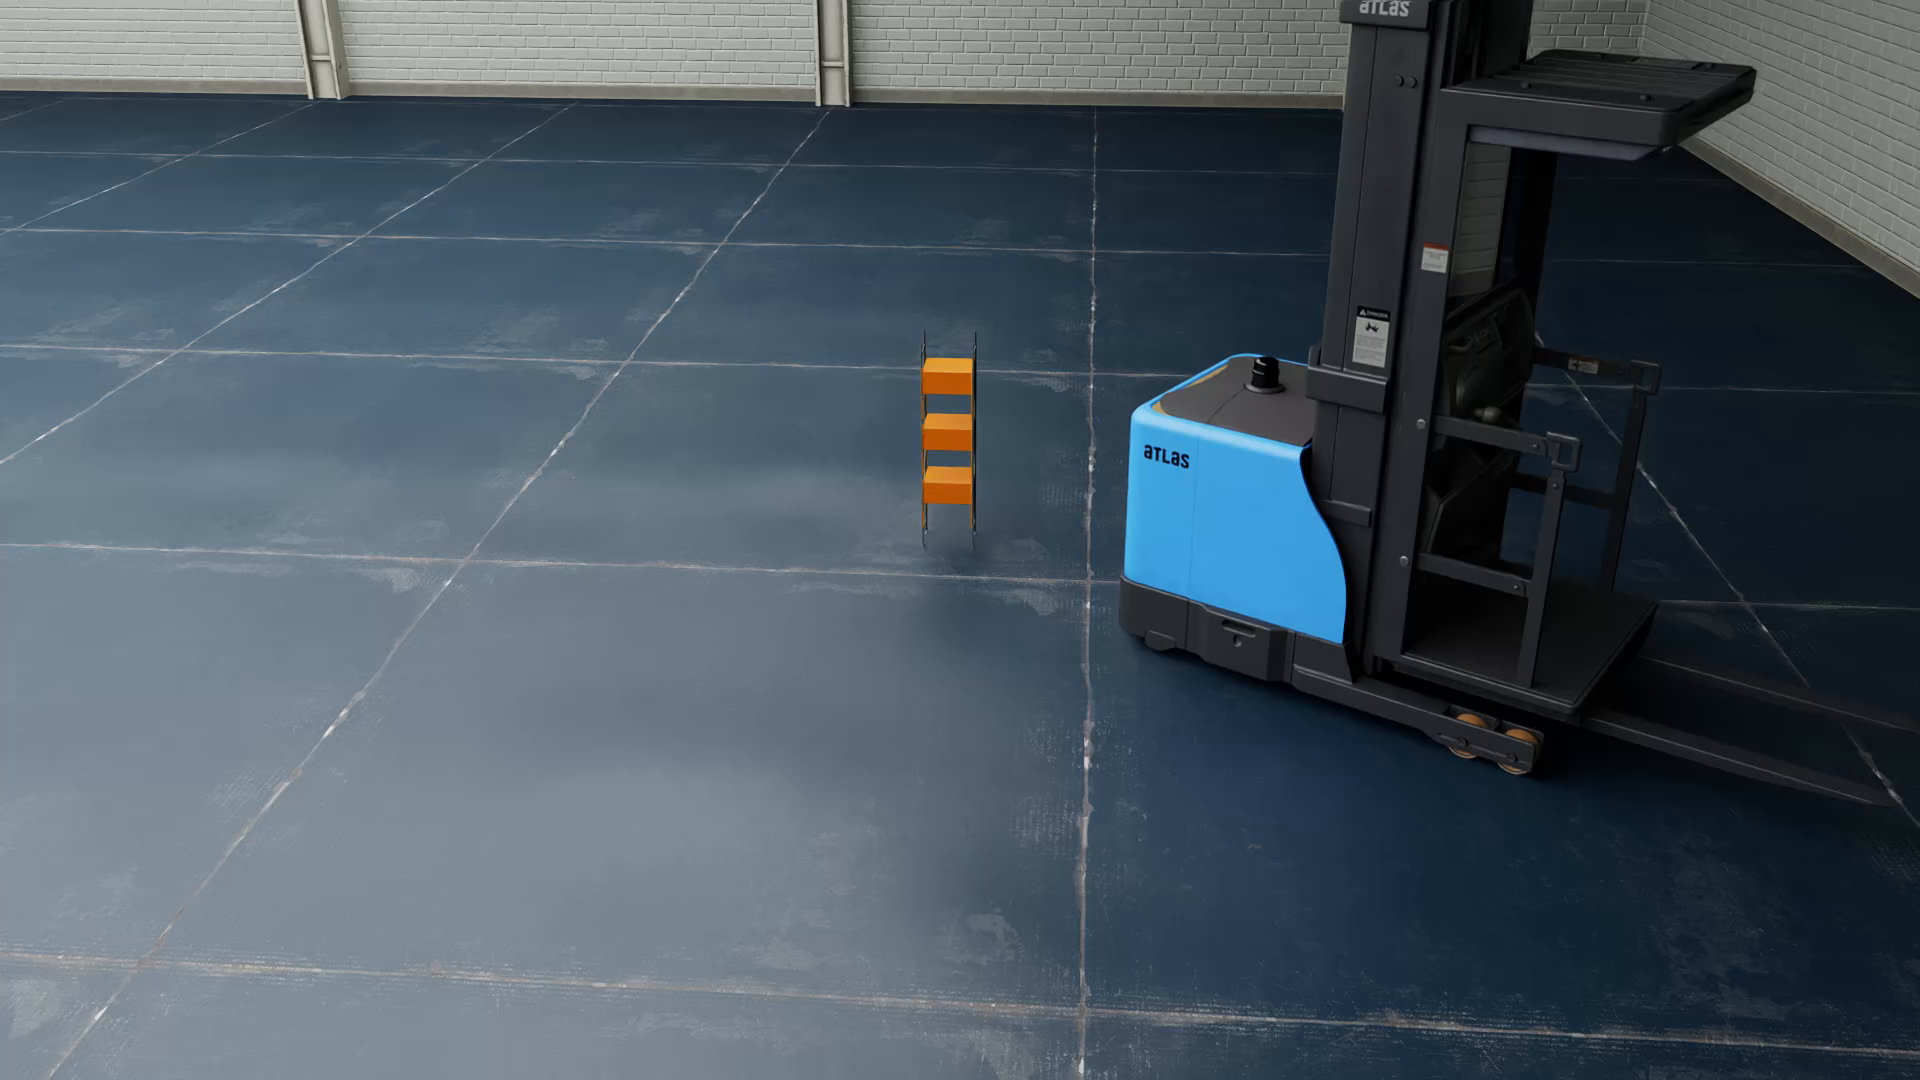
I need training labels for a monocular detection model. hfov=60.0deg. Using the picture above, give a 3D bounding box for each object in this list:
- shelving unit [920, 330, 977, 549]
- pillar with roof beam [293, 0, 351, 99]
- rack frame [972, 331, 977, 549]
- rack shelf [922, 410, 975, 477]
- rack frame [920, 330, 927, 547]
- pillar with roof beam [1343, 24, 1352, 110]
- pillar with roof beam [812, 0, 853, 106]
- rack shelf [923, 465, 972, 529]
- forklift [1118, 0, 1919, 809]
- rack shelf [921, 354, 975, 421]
[{"bbox_3d":[-0.053,-0.479,8.034,0.252,1.050,0.215,2,25,4],"label":"shelving unit"},{"bbox_3d":[-7.755,-7.521,13.830,0.400,9.000,9.100,2,25,4],"label":"pillar with roof beam"},{"bbox_3d":[0.068,-0.475,8.026,0.008,1.050,0.200,2,25,4],"label":"rack frame"},{"bbox_3d":[-0.053,-0.469,8.039,0.240,0.259,0.215,2,25,4],"label":"rack shelf"},{"bbox_3d":[-0.175,-0.483,8.043,0.008,1.050,0.200,2,25,4],"label":"rack frame"},{"bbox_3d":[4.209,-7.137,12.996,0.400,9.000,9.100,2,25,4],"label":"pillar with roof beam"},{"bbox_3d":[-1.773,-7.329,13.413,0.400,9.000,9.100,2,25,4],"label":"pillar with roof beam"},{"bbox_3d":[-0.053,-0.217,8.155,0.240,0.259,0.215,2,25,4],"label":"rack shelf"},{"bbox_3d":[2.184,-0.694,6.251,3.031,2.935,1.130,17,30,32],"label":"forklift"},{"bbox_3d":[-0.053,-0.727,7.920,0.240,0.259,0.215,2,25,4],"label":"rack shelf"}]
